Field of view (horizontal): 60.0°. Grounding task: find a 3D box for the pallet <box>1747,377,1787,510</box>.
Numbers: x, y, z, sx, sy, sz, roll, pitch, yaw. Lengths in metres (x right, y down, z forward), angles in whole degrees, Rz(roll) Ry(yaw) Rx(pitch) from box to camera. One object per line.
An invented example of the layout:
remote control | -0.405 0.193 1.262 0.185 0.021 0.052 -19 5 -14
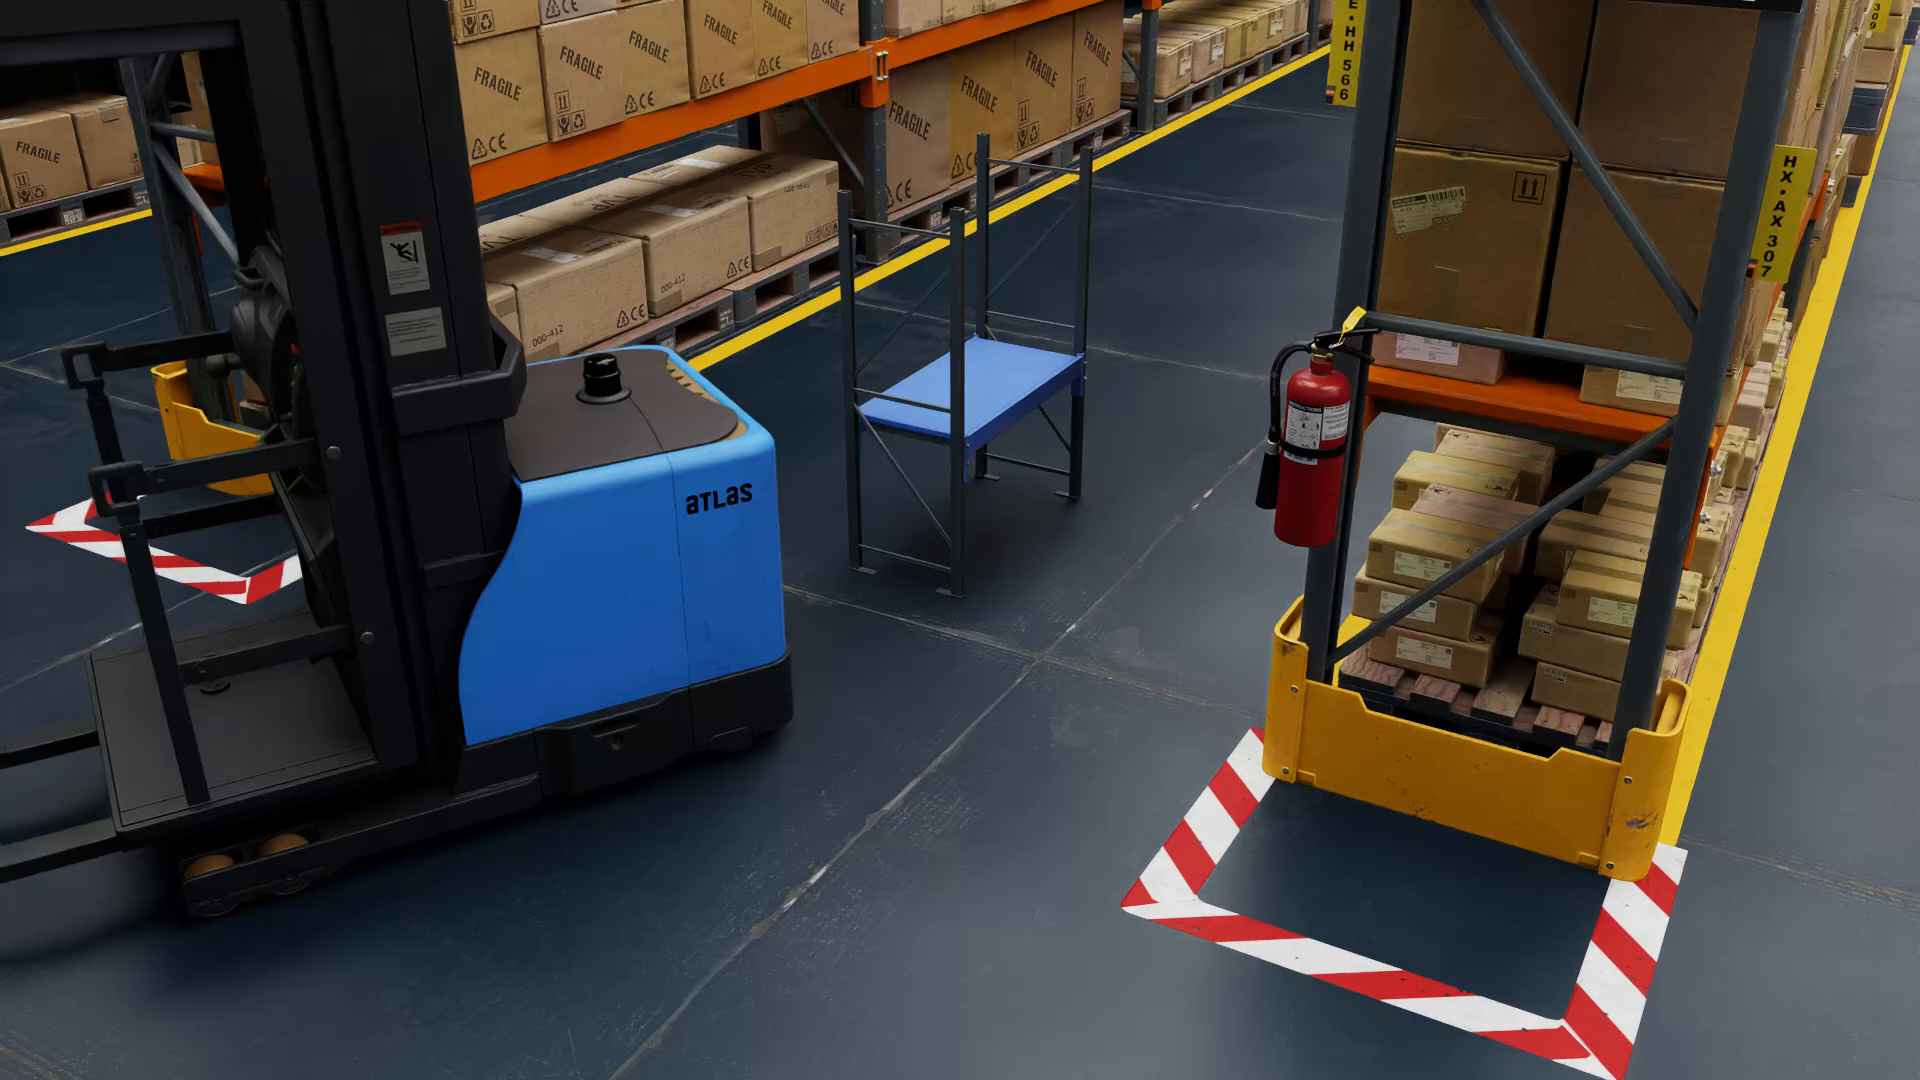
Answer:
pallet | 3.162 -0.555 7.623 1.003 0.211 1.213 14 30 26

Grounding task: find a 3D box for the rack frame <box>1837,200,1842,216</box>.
rack frame | 5.429 -3.630 10.651 1.000 3.000 0.127 14 30 26

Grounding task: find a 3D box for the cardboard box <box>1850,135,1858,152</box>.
cardboard box | 5.082 -2.512 9.903 0.500 0.250 0.500 15 30 27

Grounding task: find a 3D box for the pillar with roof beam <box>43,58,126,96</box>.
pillar with roof beam | -2.600 -5.875 8.434 9.100 9.000 0.400 14 30 26

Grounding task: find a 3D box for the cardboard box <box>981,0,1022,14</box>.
cardboard box | 0.068 -3.567 10.692 0.500 0.250 0.500 14 30 26

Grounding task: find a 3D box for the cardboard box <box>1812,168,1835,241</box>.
cardboard box | 4.055 -1.707 8.294 0.500 0.250 0.500 13 29 24

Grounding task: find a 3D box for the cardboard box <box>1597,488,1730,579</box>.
cardboard box | 2.314 -0.025 5.500 0.380 0.149 0.250 14 30 26

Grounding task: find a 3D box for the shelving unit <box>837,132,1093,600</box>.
shelving unit | 0.042 -0.704 6.481 0.538 1.500 1.048 14 30 26

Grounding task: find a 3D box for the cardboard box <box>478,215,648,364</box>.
cardboard box | -2.185 -1.243 8.275 0.875 0.438 0.875 15 30 27

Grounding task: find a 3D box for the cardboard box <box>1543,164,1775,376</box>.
cardboard box | 1.955 -0.804 4.562 0.500 0.500 0.500 16 31 28

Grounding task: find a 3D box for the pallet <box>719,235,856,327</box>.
pallet | -1.340 -1.596 9.703 1.003 0.211 1.213 14 30 26

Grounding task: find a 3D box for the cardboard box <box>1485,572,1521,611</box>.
cardboard box | 1.680 0.083 5.617 0.380 0.149 0.250 13 30 25

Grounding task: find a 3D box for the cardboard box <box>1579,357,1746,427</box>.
cardboard box | 1.939 -0.454 4.587 0.380 0.149 0.250 14 30 26

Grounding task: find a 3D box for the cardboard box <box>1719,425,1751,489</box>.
cardboard box | 2.678 -0.338 6.126 0.380 0.149 0.250 15 30 27

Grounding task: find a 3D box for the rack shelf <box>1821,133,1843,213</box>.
rack shelf | 4.445 -2.529 9.255 1.077 0.370 4.000 14 30 26

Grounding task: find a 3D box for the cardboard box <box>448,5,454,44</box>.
cardboard box | -2.381 -2.179 6.524 0.500 0.500 0.500 13 30 25

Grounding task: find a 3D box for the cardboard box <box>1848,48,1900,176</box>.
cardboard box | 5.807 -3.030 11.495 1.050 0.750 0.750 14 30 25

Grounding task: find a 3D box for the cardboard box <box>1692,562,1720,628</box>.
cardboard box | 2.425 0.147 5.821 0.380 0.149 0.250 15 30 27

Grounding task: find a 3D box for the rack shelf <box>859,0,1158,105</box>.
rack shelf | 0.086 -3.580 11.354 1.077 0.370 4.000 14 30 26

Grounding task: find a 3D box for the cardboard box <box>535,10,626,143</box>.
cardboard box | -1.889 -2.129 7.541 0.500 0.500 0.500 14 30 26

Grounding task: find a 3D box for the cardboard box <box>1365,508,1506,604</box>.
cardboard box | 1.534 0.046 5.358 0.380 0.149 0.250 15 30 27

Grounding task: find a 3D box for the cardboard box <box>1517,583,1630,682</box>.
cardboard box | 1.975 0.294 5.196 0.380 0.149 0.250 16 31 28

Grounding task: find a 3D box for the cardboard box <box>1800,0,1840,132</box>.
cardboard box | 2.188 -1.452 4.739 0.500 0.500 0.500 15 30 28

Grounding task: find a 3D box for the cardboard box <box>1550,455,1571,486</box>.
cardboard box | 2.145 -0.330 6.443 0.380 0.149 0.250 16 31 29

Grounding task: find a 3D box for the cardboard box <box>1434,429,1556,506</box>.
cardboard box | 1.907 -0.255 5.959 0.380 0.149 0.250 13 29 24

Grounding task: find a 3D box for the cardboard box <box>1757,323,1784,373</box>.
cardboard box | 3.306 -0.848 7.143 0.380 0.149 0.250 14 30 26

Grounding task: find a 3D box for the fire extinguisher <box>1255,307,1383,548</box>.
fire extinguisher | 0.968 -0.315 4.531 0.296 0.674 0.183 14 30 26

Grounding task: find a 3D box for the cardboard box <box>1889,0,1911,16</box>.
cardboard box | 4.056 -2.465 7.471 0.380 0.149 0.250 16 31 29

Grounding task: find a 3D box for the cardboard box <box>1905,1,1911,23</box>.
cardboard box | 4.436 -2.636 8.144 0.380 0.149 0.250 13 29 24

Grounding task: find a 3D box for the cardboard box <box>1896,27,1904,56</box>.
cardboard box | 4.313 -2.405 8.015 0.380 0.149 0.250 14 30 26

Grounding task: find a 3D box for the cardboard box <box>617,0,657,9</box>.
cardboard box | -1.642 -2.779 7.722 0.500 0.500 0.500 14 30 26

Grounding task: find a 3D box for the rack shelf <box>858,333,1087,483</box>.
rack shelf | 0.042 -0.543 6.561 0.538 0.185 1.000 14 30 26

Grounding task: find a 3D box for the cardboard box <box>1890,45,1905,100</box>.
cardboard box | 7.170 -4.109 13.652 1.050 0.750 0.750 14 30 26

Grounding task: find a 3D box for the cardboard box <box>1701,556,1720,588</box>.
cardboard box | 2.423 0.009 5.765 0.380 0.149 0.250 15 30 28

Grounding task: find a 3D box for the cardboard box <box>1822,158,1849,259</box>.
cardboard box | 4.829 -1.975 9.668 0.500 0.500 0.500 13 29 24

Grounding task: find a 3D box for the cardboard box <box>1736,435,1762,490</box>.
cardboard box | 3.056 -0.353 6.820 0.380 0.149 0.250 14 30 26

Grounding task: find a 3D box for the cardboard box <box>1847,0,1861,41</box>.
cardboard box | 2.952 -2.055 5.942 0.500 0.500 0.500 15 30 27

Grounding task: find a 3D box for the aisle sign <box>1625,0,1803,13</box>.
aisle sign | 1.719 -1.581 3.652 0.394 0.787 0.004 14 30 26

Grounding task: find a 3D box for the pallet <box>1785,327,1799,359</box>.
pallet | 3.843 -1.128 8.768 1.003 0.211 1.213 14 30 26

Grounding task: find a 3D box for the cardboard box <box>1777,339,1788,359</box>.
cardboard box | 3.461 -0.817 7.414 0.380 0.149 0.250 13 29 24

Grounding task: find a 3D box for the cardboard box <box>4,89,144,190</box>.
cardboard box | -5.840 -2.671 11.059 0.700 0.500 0.500 13 29 24

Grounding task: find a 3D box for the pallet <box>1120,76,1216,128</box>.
pallet | 1.456 -3.738 13.982 1.003 0.211 1.213 14 30 26

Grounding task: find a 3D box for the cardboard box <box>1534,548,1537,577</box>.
cardboard box | 1.925 0.018 6.079 0.380 0.149 0.250 15 30 27

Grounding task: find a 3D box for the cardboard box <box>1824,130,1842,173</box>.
cardboard box | 3.493 -1.672 7.020 0.380 0.149 0.250 13 30 25

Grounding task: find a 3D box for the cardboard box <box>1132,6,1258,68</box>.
cardboard box | 2.091 -4.495 14.846 0.950 0.372 0.625 15 30 28

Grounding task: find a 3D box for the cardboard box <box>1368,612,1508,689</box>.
cardboard box | 1.571 0.323 5.469 0.380 0.149 0.250 15 30 27

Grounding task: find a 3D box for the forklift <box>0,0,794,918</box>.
forklift | -2.084 -0.530 4.535 3.031 2.935 1.130 -14 30 -26

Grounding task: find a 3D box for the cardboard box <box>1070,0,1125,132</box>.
cardboard box | 0.658 -3.668 12.631 0.875 0.875 0.875 14 30 26

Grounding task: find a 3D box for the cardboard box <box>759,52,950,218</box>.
cardboard box | -0.662 -2.619 10.535 0.875 0.875 0.875 15 30 28

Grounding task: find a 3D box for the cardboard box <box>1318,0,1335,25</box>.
cardboard box | 3.563 -5.369 16.726 0.500 0.250 0.500 13 29 24

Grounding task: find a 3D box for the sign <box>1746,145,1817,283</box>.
sign | 1.966 -0.780 3.991 0.100 0.325 0.005 14 30 26

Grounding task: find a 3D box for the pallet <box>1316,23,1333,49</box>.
pallet | 3.337 -5.262 17.027 1.003 0.211 1.213 14 30 26

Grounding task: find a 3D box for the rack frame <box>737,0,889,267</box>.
rack frame | -0.898 -3.122 9.636 1.000 3.000 0.127 14 30 26

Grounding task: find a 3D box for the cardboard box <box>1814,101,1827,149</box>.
cardboard box | 2.694 -1.407 5.765 0.500 0.500 0.500 13 30 25

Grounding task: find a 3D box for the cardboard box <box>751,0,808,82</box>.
cardboard box | -1.152 -2.728 8.737 0.500 0.500 0.500 13 30 25

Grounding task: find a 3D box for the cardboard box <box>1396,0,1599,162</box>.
cardboard box | 1.502 -1.371 4.576 0.500 0.500 0.500 14 30 25

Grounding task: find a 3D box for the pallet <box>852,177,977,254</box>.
pallet | -0.584 -2.192 10.894 1.003 0.211 1.213 14 30 26

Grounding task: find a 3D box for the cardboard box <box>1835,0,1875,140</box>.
cardboard box | 3.470 -1.998 6.947 0.500 0.500 0.500 14 30 26
